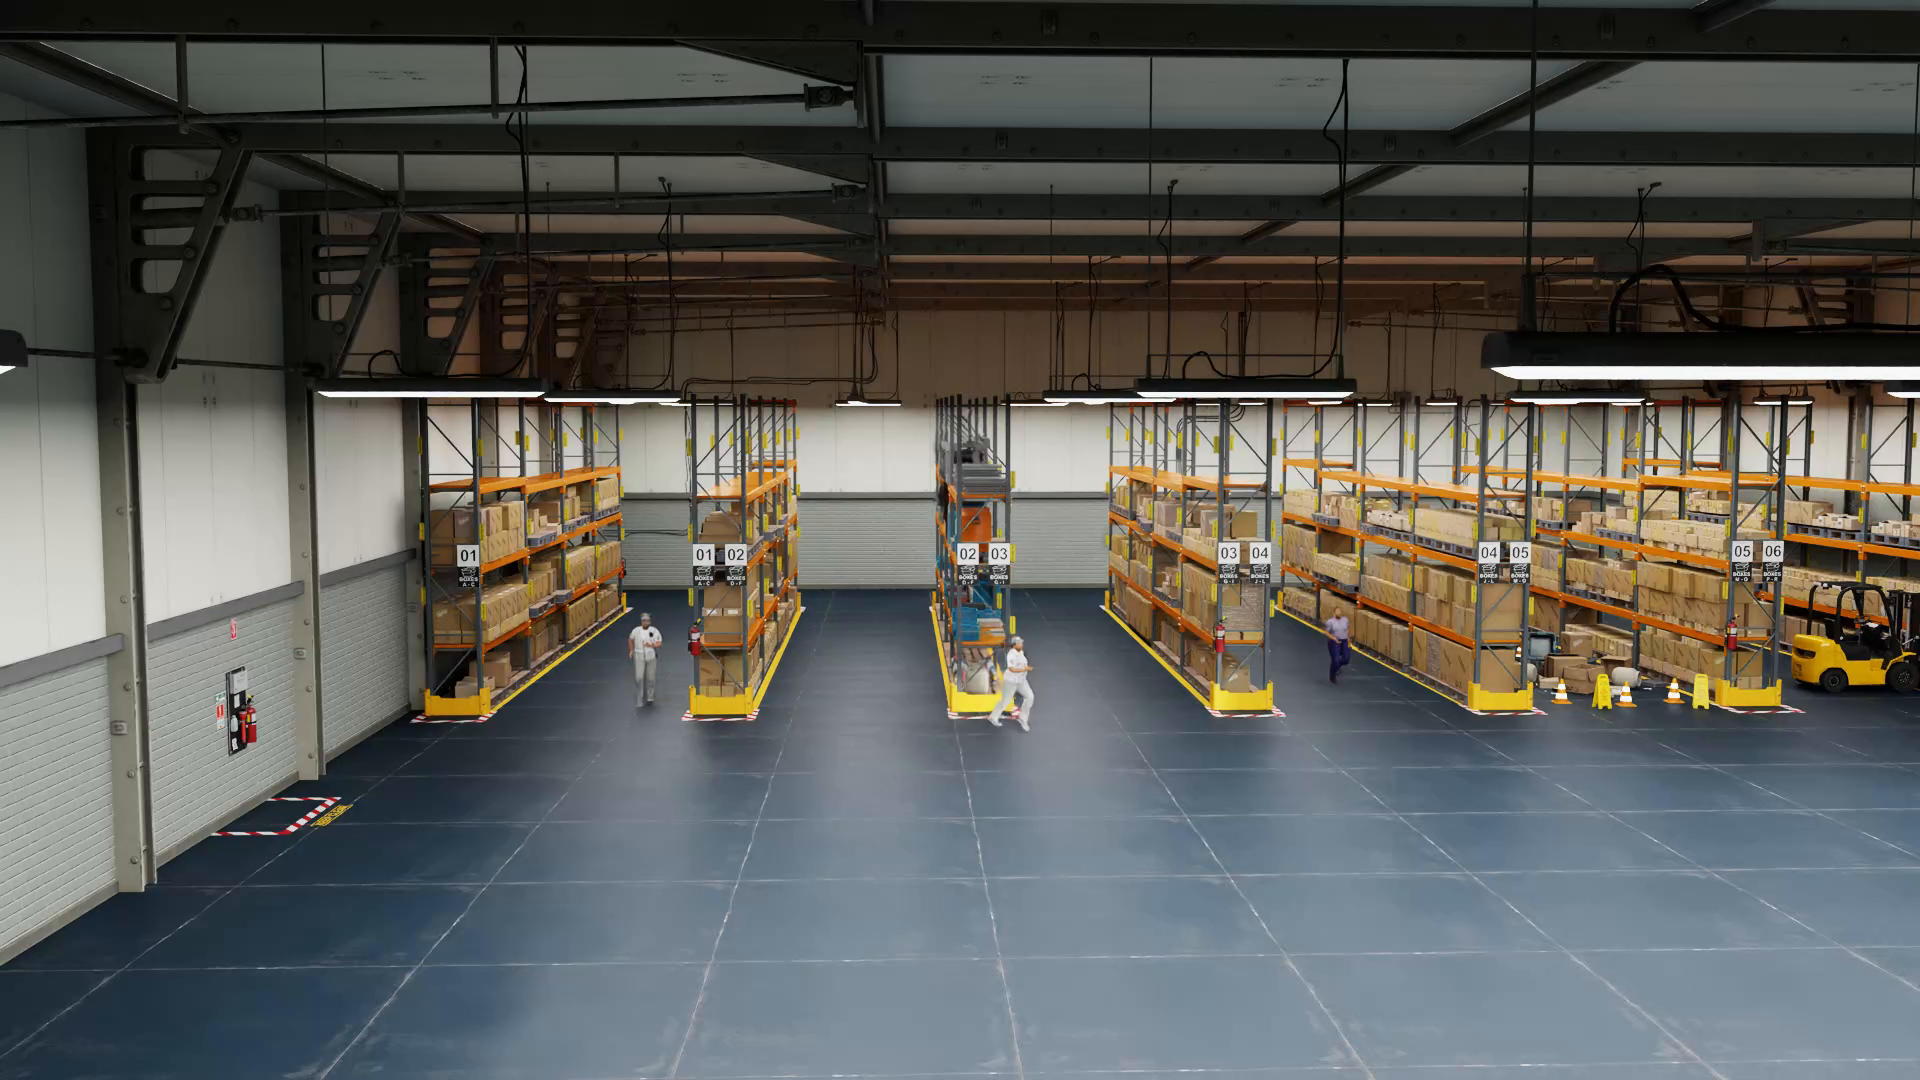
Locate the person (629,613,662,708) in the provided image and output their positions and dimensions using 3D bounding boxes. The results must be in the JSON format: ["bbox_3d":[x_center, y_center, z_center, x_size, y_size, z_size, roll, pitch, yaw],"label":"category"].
[{"bbox_3d":[-6.074,2.323,32.104,0.631,1.850,0.768,-1,5,-9],"label":"person"}]

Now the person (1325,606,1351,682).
[{"bbox_3d":[7.944,2.197,34.821,0.625,1.595,0.588,-1,5,-8],"label":"person"}]

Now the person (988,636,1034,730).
[{"bbox_3d":[0.963,2.562,29.760,0.869,1.708,0.612,3,5,33],"label":"person"}]
